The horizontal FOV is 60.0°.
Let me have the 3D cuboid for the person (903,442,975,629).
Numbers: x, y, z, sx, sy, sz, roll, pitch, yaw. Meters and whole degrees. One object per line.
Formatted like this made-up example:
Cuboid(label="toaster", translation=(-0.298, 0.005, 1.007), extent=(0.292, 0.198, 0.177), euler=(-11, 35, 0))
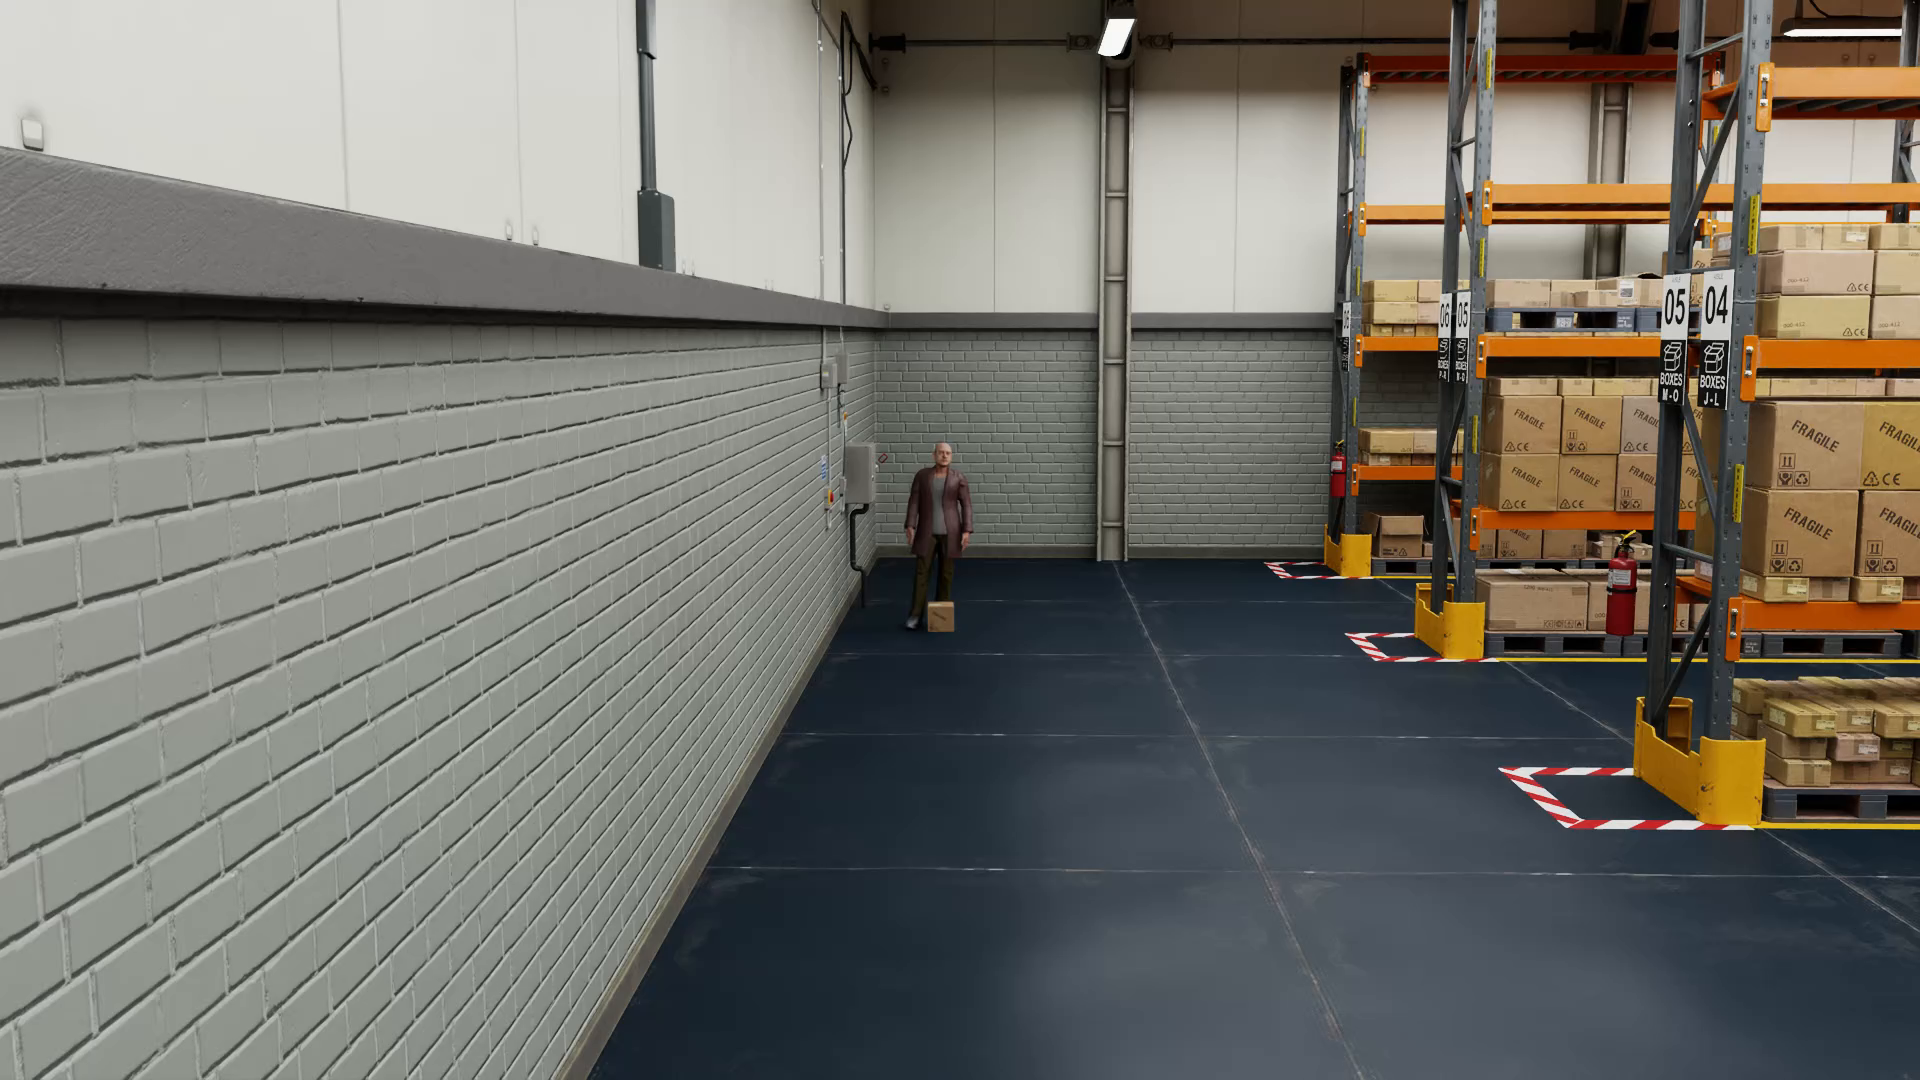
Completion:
Cuboid(label="person", translation=(-0.206, -0.046, 16.124), extent=(0.698, 1.779, 0.579), euler=(0, 7, 1))
